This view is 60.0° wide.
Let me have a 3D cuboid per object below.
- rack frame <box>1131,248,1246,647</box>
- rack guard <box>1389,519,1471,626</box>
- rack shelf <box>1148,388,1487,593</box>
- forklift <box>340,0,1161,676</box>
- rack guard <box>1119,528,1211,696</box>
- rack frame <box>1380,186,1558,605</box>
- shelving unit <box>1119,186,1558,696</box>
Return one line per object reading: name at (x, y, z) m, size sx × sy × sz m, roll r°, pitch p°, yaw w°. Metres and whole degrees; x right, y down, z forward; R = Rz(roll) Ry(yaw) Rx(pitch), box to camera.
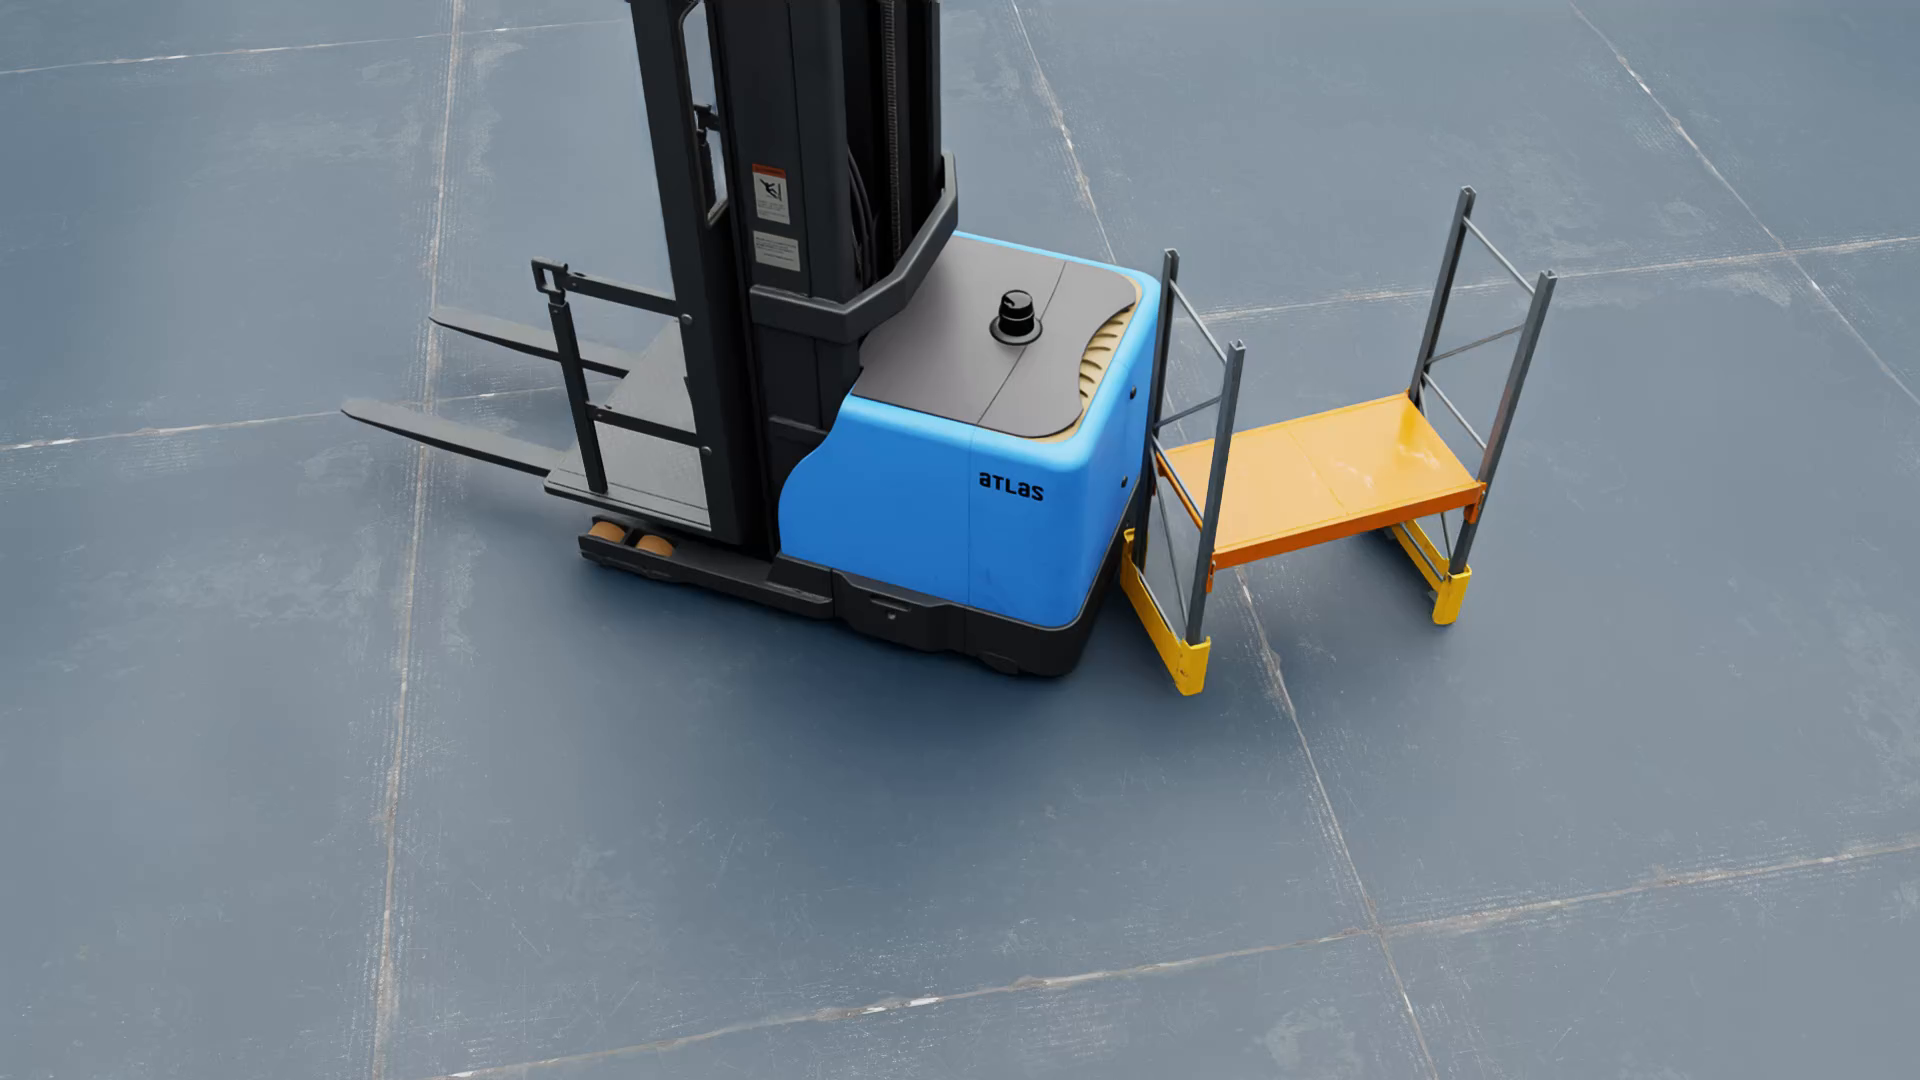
rack frame at (0.711, -0.188, 5.390) m, size 0.032 × 1.500 × 0.500 m, roll -14°, pitch 48°, yaw -13°
rack guard at (1.655, 0.014, 6.063) m, size 0.087 × 0.250 × 0.587 m, roll -14°, pitch 48°, yaw -13°
rack shelf at (1.193, -0.181, 5.633) m, size 1.000 × 0.185 × 0.538 m, roll -14°, pitch 48°, yaw -13°
forklift at (-0.864, -1.213, 5.383) m, size 3.031 × 2.935 × 1.130 m, roll 15°, pitch 48°, yaw 14°
rack guard at (0.713, 0.245, 5.840) m, size 0.087 × 0.250 × 0.587 m, roll -14°, pitch 48°, yaw -13°
rack frame at (1.674, -0.424, 5.617) m, size 0.032 × 1.500 × 0.500 m, roll -14°, pitch 48°, yaw -13°
shelving unit at (1.184, -0.304, 5.501) m, size 1.083 × 1.500 × 0.587 m, roll -14°, pitch 48°, yaw -13°
